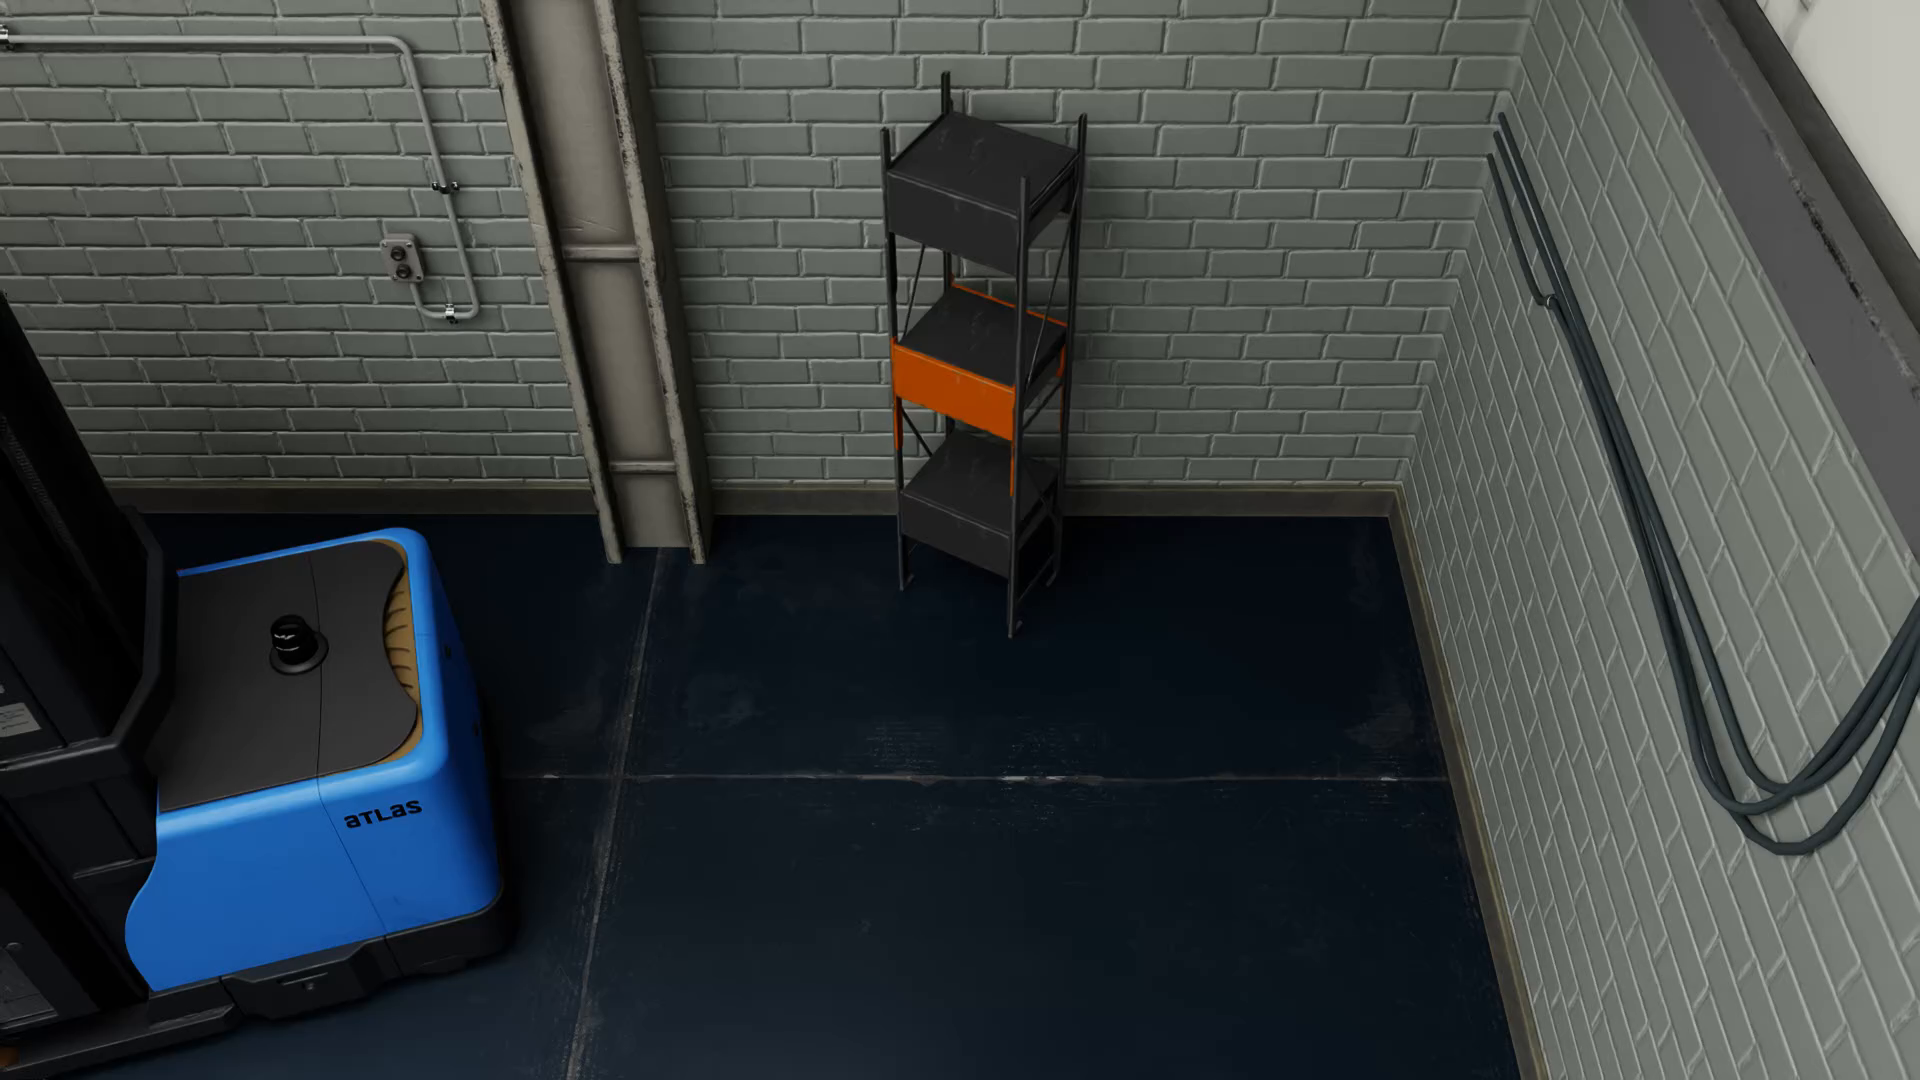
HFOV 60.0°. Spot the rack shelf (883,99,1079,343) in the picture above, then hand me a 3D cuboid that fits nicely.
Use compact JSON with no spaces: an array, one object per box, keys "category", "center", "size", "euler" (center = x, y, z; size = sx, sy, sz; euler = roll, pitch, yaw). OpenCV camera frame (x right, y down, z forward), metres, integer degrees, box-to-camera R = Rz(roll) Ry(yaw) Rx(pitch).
[{"category":"rack shelf","center":[0.075,-1.023,5.329],"size":[0.480,0.518,0.431],"euler":[23,51,20]}]

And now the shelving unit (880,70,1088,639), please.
[{"category":"shelving unit","center":[0.077,-0.554,5.830],"size":[0.503,2.100,0.431],"euler":[23,51,20]}]

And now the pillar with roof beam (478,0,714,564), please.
[{"category":"pillar with roof beam","center":[-1.228,0.067,0.540],"size":[0.400,9.000,9.100],"euler":[0,47,0]}]

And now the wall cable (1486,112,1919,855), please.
[{"category":"wall cable","center":[1.739,-1.124,3.770],"size":[0.112,2.526,3.097],"euler":[0,47,0]}]

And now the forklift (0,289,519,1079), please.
[{"category":"forklift","center":[-3.027,0.322,4.448],"size":[3.031,2.935,1.130],"euler":[-12,48,-11]}]

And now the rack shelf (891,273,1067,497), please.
[{"category":"rack shelf","center":[0.077,-0.545,5.840],"size":[0.480,0.518,0.431],"euler":[23,51,20]}]

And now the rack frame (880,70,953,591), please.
[{"category":"rack frame","center":[-0.134,-0.643,5.914],"size":[0.015,2.100,0.400],"euler":[23,51,20]}]

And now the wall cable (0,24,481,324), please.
[{"category":"wall cable","center":[-2.632,-1.450,5.356],"size":[1.851,1.984,0.084],"euler":[0,47,0]}]

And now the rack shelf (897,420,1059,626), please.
[{"category":"rack shelf","center":[0.080,-0.067,6.351],"size":[0.480,0.518,0.431],"euler":[23,51,20]}]

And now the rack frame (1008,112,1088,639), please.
[{"category":"rack frame","center":[0.289,-0.466,5.746],"size":[0.015,2.100,0.400],"euler":[23,51,20]}]
